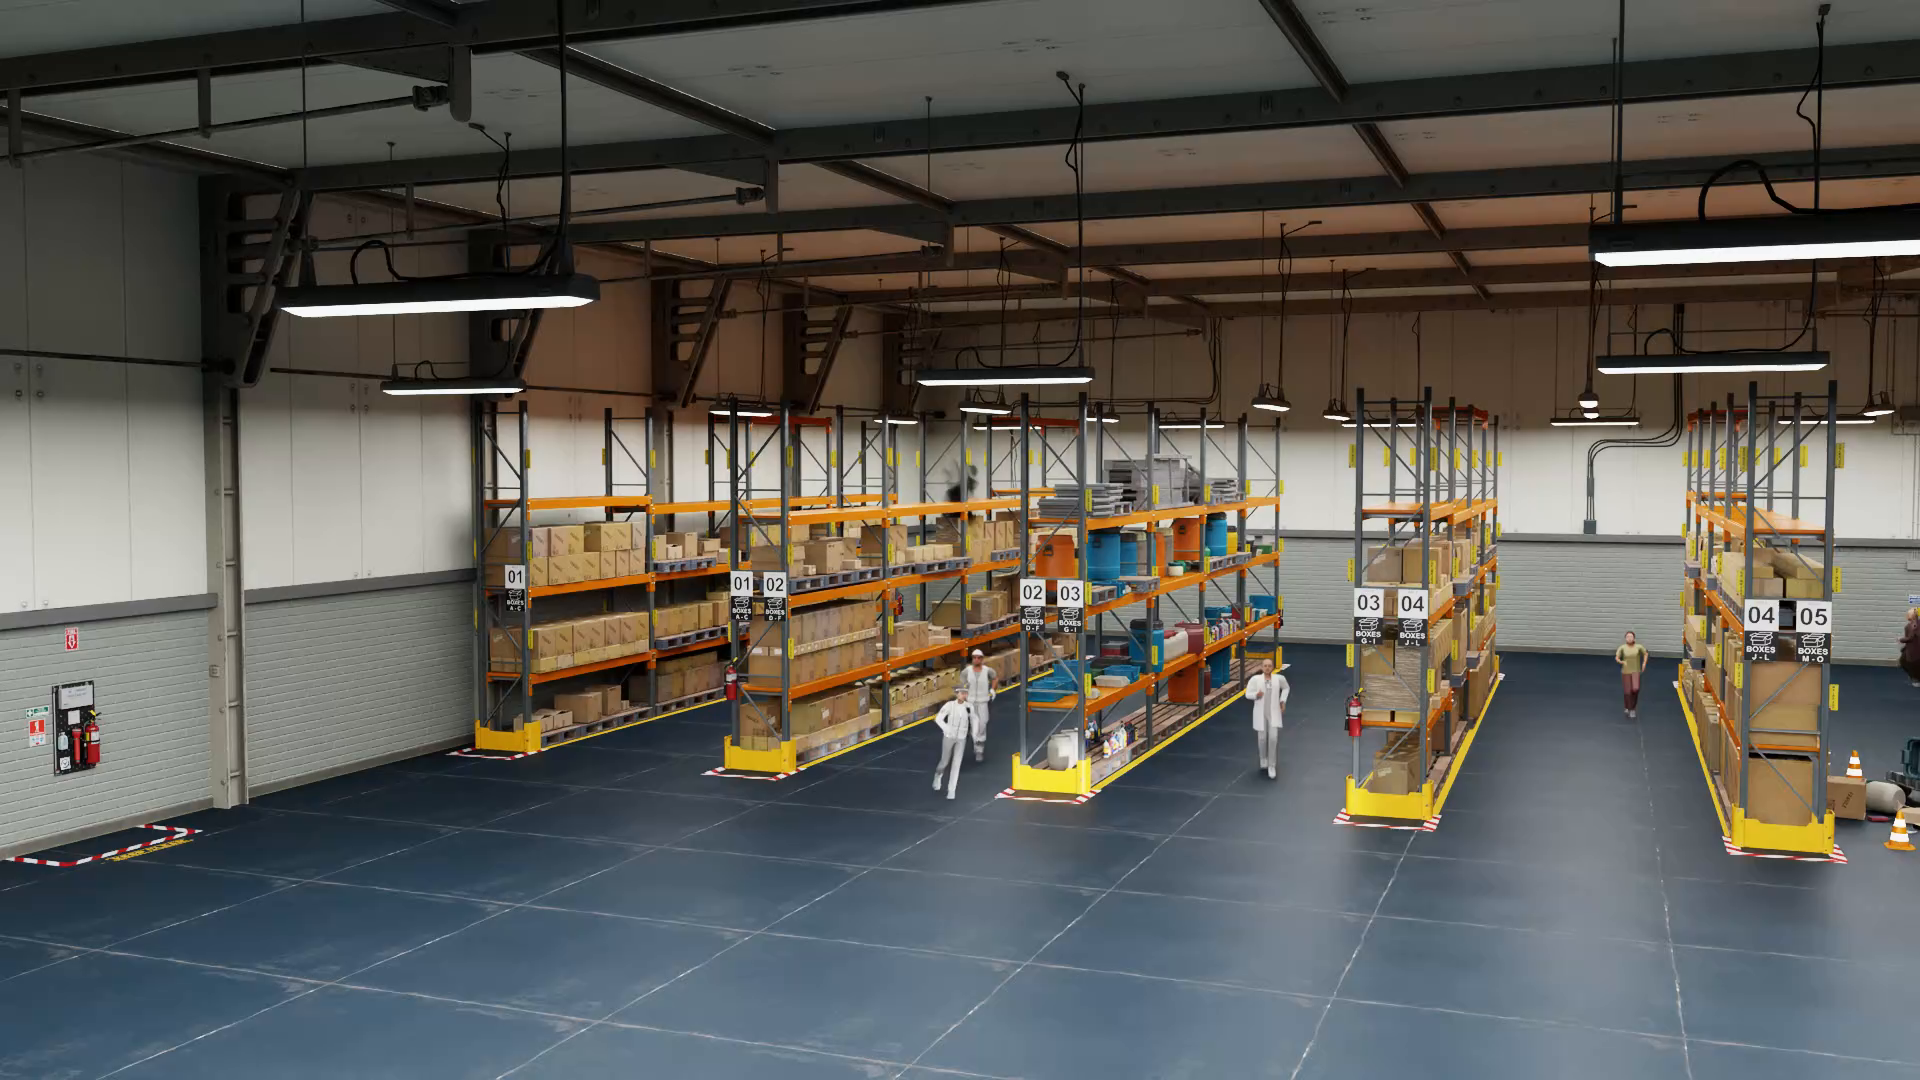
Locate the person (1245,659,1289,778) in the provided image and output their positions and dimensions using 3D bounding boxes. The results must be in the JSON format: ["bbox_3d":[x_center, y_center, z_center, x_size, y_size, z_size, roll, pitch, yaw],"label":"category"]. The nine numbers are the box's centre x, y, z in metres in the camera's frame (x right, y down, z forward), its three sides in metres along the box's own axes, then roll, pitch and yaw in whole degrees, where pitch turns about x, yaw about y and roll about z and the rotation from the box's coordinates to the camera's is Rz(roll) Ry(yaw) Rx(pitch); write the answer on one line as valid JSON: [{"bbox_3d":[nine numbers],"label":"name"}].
[{"bbox_3d":[4.887,2.803,26.467,0.690,1.819,0.910,1,3,11],"label":"person"}]

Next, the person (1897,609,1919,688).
[{"bbox_3d":[20.742,2.380,36.139,0.677,1.754,0.733,2,3,31],"label":"person"}]

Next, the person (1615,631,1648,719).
[{"bbox_3d":[13.024,2.611,32.287,0.580,1.684,0.673,1,3,25],"label":"person"}]

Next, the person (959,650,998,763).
[{"bbox_3d":[0.289,2.735,27.707,0.636,1.821,0.843,0,3,9],"label":"person"}]

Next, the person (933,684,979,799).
[{"bbox_3d":[-0.026,2.952,24.713,0.677,1.655,0.855,0,3,-10],"label":"person"}]
